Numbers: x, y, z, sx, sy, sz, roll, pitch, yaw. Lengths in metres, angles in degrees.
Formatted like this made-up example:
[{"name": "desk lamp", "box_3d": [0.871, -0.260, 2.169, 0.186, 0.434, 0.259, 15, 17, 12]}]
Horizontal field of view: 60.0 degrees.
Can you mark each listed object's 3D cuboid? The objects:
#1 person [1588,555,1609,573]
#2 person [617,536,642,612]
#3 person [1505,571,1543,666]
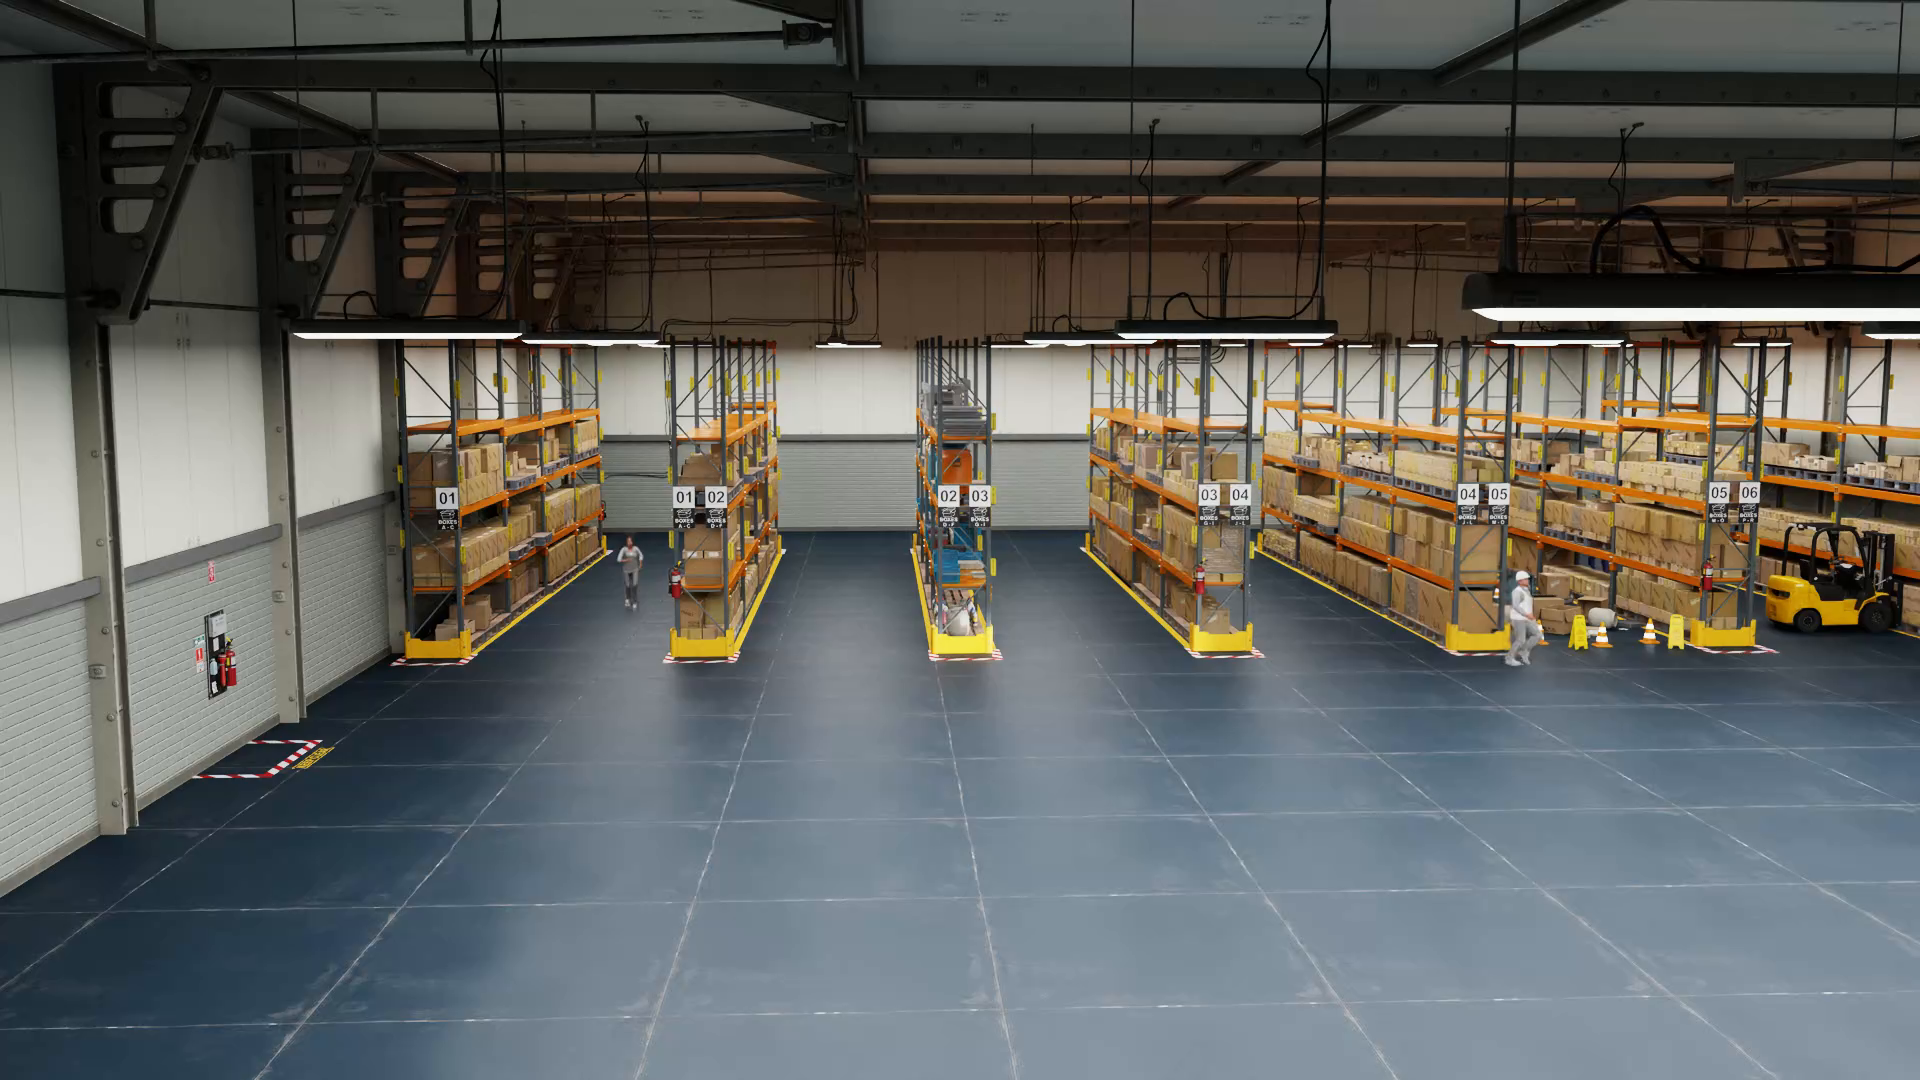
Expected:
[{"name": "person", "box_3d": [16.102, 0.170, 41.818, 0.588, 1.712, 0.771, 0, 6, -3]}, {"name": "person", "box_3d": [-7.317, 0.727, 36.886, 0.565, 1.631, 0.778, -2, 7, -16]}, {"name": "person", "box_3d": [10.238, 1.425, 30.190, 0.628, 1.741, 0.678, 5, 8, 35]}]
